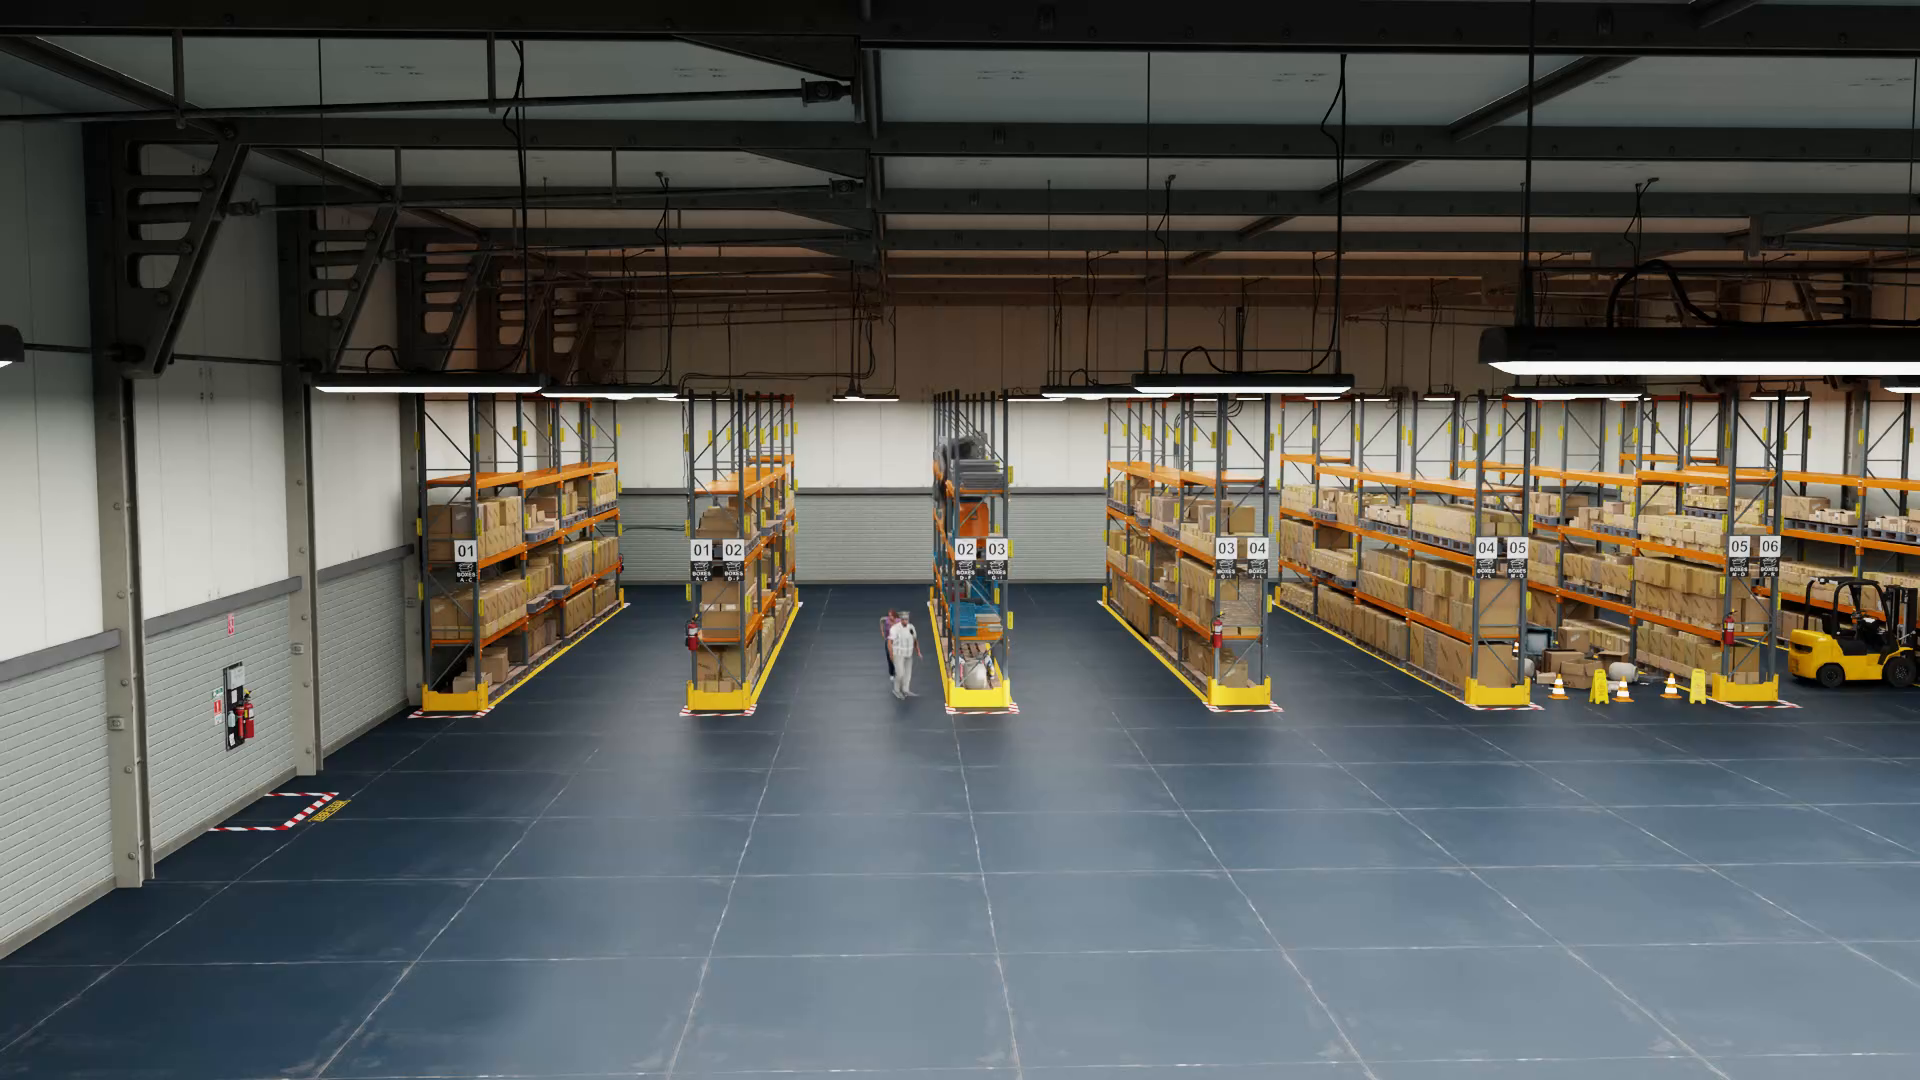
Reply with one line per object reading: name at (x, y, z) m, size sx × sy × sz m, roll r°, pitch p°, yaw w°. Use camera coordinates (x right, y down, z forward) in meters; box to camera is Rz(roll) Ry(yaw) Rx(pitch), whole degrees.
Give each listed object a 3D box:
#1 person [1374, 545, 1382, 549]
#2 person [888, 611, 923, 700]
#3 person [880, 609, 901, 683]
person at (11.857, 1.025, 46.896) m, size 0.632 × 1.725 × 0.975 m, roll -3°, pitch 5°, yaw -29°
person at (-1.102, 2.231, 32.374) m, size 0.616 × 1.722 × 0.601 m, roll -4°, pitch 6°, yaw -38°
person at (-1.372, 2.167, 34.626) m, size 0.579 × 1.544 × 0.914 m, roll 1°, pitch 5°, yaw 9°
